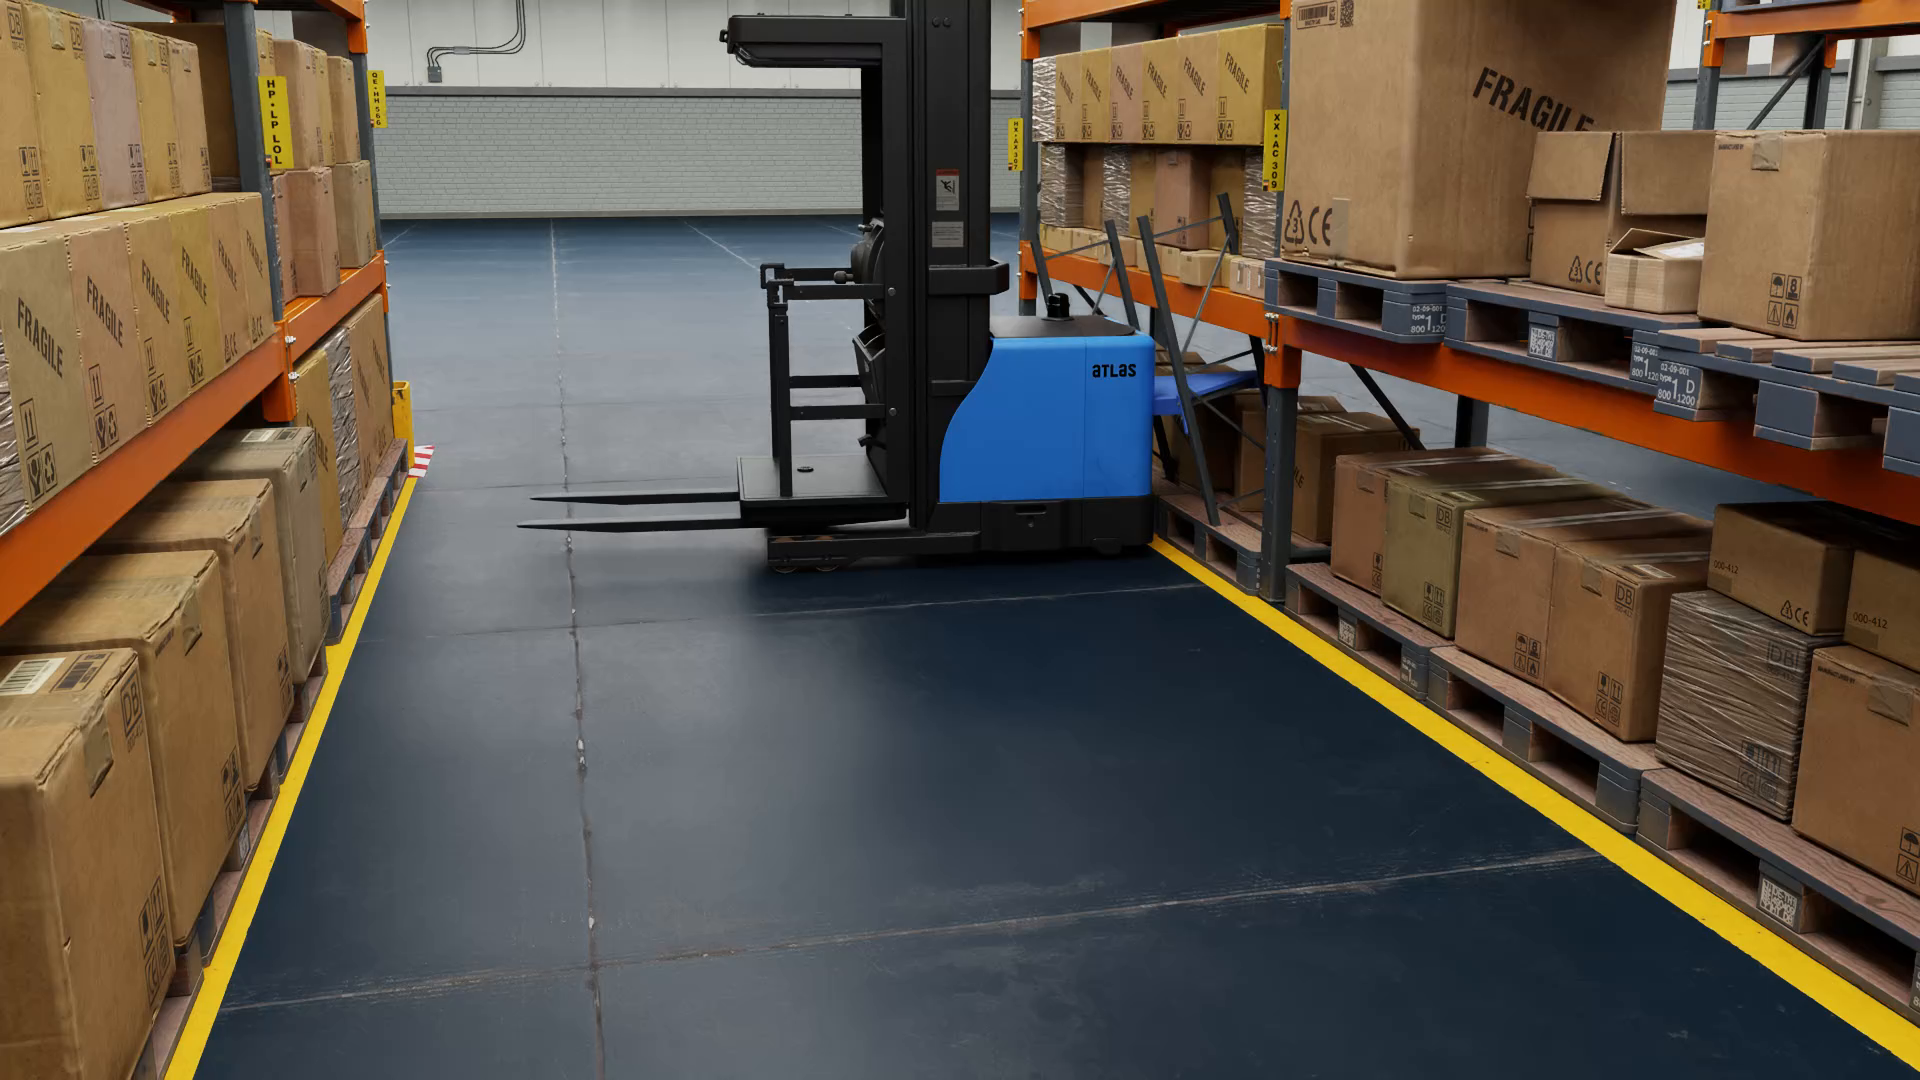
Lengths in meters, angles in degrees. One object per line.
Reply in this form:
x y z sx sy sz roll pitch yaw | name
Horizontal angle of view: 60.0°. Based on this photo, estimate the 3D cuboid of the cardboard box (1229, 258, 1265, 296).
1.440 -1.186 7.491 0.380 0.149 0.250 -3 14 -13 | cardboard box

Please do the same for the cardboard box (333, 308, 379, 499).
-3.527 -0.703 8.575 0.875 0.875 0.875 -4 14 -14 | cardboard box

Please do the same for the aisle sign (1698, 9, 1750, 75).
5.399 -3.679 11.687 0.394 0.787 0.004 -3 14 -13 | aisle sign

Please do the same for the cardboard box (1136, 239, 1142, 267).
1.167 -1.537 8.926 0.380 0.149 0.250 -3 14 -13 | cardboard box

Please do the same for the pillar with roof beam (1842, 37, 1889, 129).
9.333 -8.297 23.428 9.100 9.000 0.400 -3 14 -13 | pillar with roof beam

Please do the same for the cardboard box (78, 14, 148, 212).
-2.656 -1.149 4.491 0.700 0.500 0.500 -3 14 -13 | cardboard box

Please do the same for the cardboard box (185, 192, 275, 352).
-2.637 -0.907 5.608 0.500 0.500 0.500 -3 14 -14 | cardboard box

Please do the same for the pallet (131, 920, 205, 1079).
-2.192 1.128 3.367 1.003 0.211 1.213 -3 14 -13 | pallet

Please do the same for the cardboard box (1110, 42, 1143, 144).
1.103 -2.330 8.701 0.500 0.500 0.500 -3 14 -13 | cardboard box

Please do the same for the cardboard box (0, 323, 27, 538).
-1.923 -0.208 2.748 0.500 0.500 0.500 -3 14 -13 | cardboard box

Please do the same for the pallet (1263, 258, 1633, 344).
1.864 -0.939 6.355 1.003 0.211 1.213 -3 14 -13 | pallet

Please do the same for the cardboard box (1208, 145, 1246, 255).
1.697 -1.634 7.959 0.875 0.500 0.500 -3 14 -13 | cardboard box

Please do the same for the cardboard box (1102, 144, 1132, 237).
1.298 -1.978 9.365 0.875 0.500 0.500 -3 14 -13 | cardboard box

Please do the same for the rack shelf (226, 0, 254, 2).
-2.550 -1.610 3.892 1.077 0.370 4.000 -3 14 -13 | rack shelf

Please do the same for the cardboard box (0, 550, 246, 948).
-2.344 0.501 3.912 1.050 0.750 0.750 -3 14 -12 | cardboard box

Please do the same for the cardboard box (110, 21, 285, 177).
-3.073 -1.648 6.261 0.875 0.550 0.550 -3 14 -13 | cardboard box

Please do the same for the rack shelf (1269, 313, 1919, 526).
2.295 -0.406 5.284 1.077 0.370 4.000 -3 14 -13 | rack shelf

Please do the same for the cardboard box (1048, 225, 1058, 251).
0.762 -1.880 10.330 0.380 0.149 0.250 -3 14 -13 | cardboard box

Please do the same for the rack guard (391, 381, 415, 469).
-3.964 -0.678 10.148 1.175 0.500 0.348 -3 14 -13 | rack guard

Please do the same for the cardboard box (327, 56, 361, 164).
-3.690 -2.274 8.825 0.875 0.550 0.550 -3 14 -13 | cardboard box

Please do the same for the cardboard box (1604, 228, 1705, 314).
2.111 -0.802 4.789 0.396 0.266 0.258 -4 14 -15 | cardboard box

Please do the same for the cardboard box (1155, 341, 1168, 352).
1.017 -0.984 10.518 0.500 0.500 0.500 -1 14 -3 | cardboard box

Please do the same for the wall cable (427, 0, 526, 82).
-11.504 -13.865 39.051 2.305 6.003 0.169 -3 14 -13 | wall cable

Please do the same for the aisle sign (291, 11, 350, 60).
-3.684 -3.182 9.655 0.394 0.787 0.004 -3 14 -13 | aisle sign

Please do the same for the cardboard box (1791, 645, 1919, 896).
2.588 0.553 4.183 0.700 0.500 0.500 -4 14 -16 | cardboard box

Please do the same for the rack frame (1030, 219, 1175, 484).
0.768 -0.883 8.696 0.500 1.500 0.032 -20 11 -24 | rack frame

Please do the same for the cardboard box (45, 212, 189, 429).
-2.278 -0.557 4.174 0.500 0.500 0.500 -3 14 -14 | cardboard box

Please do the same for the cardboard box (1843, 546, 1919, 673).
2.579 0.189 4.092 0.500 0.250 0.500 -3 14 -11 | cardboard box

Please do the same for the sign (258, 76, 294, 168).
-2.494 -1.520 6.056 0.100 0.325 0.005 -3 14 -13 | sign

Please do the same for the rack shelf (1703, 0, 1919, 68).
6.170 -3.062 9.835 1.077 0.370 4.000 -3 14 -13 | rack shelf

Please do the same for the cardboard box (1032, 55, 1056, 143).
0.751 -2.676 10.117 0.500 0.500 0.500 -3 14 -13 | cardboard box

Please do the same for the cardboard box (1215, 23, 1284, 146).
1.453 -1.984 7.284 0.500 0.500 0.500 -3 14 -13 | cardboard box

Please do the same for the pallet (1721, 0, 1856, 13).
5.800 -3.585 10.857 1.003 0.211 1.213 -3 14 -13 | pallet

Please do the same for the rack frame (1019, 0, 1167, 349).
0.886 -2.140 10.864 1.000 3.000 0.127 -3 14 -13 | rack frame

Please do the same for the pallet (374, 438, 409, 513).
-3.695 -0.352 9.422 1.003 0.211 1.213 -3 14 -13 | pallet

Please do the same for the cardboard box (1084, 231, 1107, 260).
0.936 -1.707 9.622 0.380 0.149 0.250 -3 14 -13 | cardboard box

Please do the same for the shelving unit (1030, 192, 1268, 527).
0.991 -0.856 8.240 0.538 1.500 1.048 -20 11 -24 | shelving unit

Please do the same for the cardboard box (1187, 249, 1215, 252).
1.342 -1.364 8.218 0.380 0.149 0.250 -3 14 -13 | cardboard box

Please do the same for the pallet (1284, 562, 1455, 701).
2.010 0.317 6.683 1.003 0.211 1.213 -3 14 -13 | pallet

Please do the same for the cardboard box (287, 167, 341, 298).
-3.281 -1.378 7.430 0.875 0.550 0.550 -3 14 -13 | cardboard box

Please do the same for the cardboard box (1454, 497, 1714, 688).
2.174 0.167 5.764 0.700 0.500 0.500 -5 14 -18 | cardboard box

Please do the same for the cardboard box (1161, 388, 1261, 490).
1.407 -0.572 8.828 0.500 0.500 0.500 -5 14 -18 | cardboard box

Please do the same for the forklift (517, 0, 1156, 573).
-0.618 -1.402 7.991 3.031 2.935 1.130 -2 14 -8 | forklift
